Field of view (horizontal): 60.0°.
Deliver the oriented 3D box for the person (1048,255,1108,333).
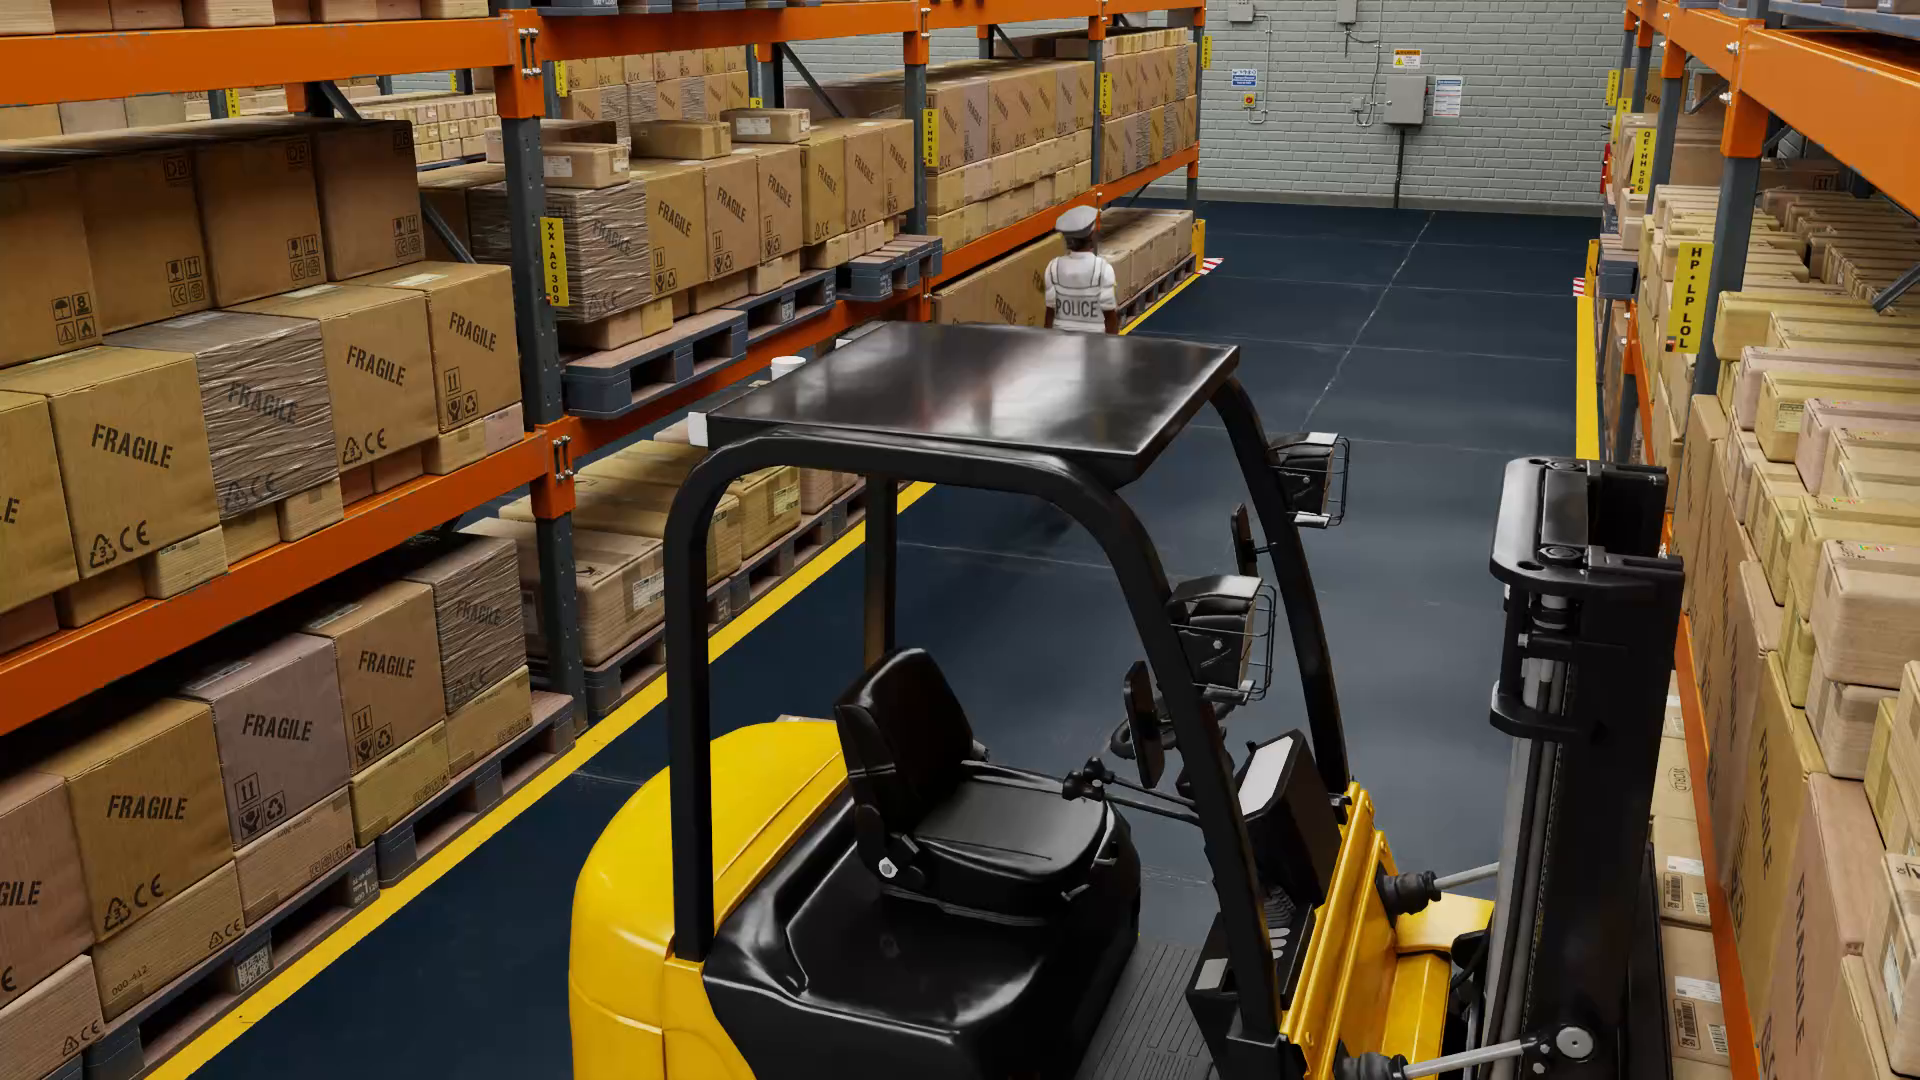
[{"bbox_3d":[0.702,-0.994,9.692,0.390,1.347,0.446,7,20,20],"label":"person"}]
